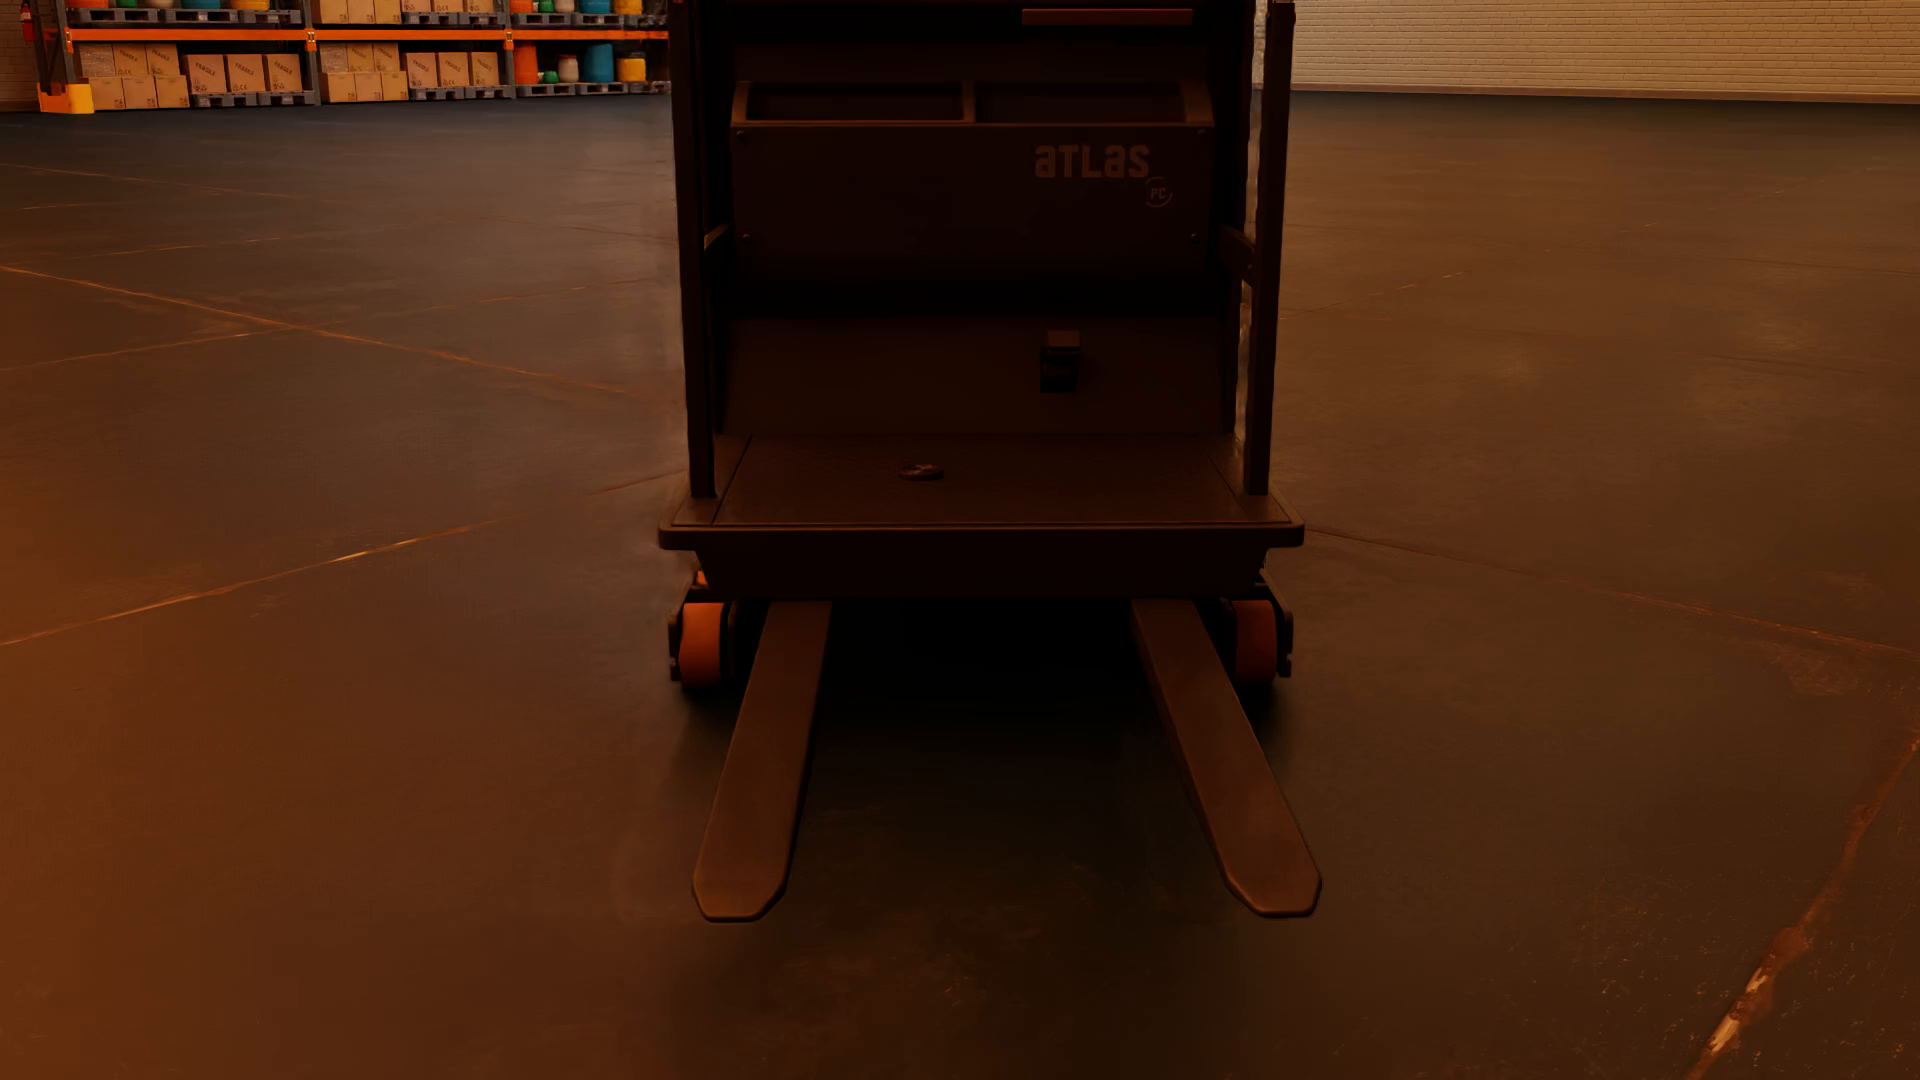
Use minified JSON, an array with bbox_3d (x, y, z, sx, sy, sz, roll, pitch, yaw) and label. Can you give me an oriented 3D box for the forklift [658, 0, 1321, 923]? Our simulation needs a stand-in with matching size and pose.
[{"bbox_3d":[0.030,-1.218,2.909,1.130,2.935,3.031,0,17,-1],"label":"forklift"}]
